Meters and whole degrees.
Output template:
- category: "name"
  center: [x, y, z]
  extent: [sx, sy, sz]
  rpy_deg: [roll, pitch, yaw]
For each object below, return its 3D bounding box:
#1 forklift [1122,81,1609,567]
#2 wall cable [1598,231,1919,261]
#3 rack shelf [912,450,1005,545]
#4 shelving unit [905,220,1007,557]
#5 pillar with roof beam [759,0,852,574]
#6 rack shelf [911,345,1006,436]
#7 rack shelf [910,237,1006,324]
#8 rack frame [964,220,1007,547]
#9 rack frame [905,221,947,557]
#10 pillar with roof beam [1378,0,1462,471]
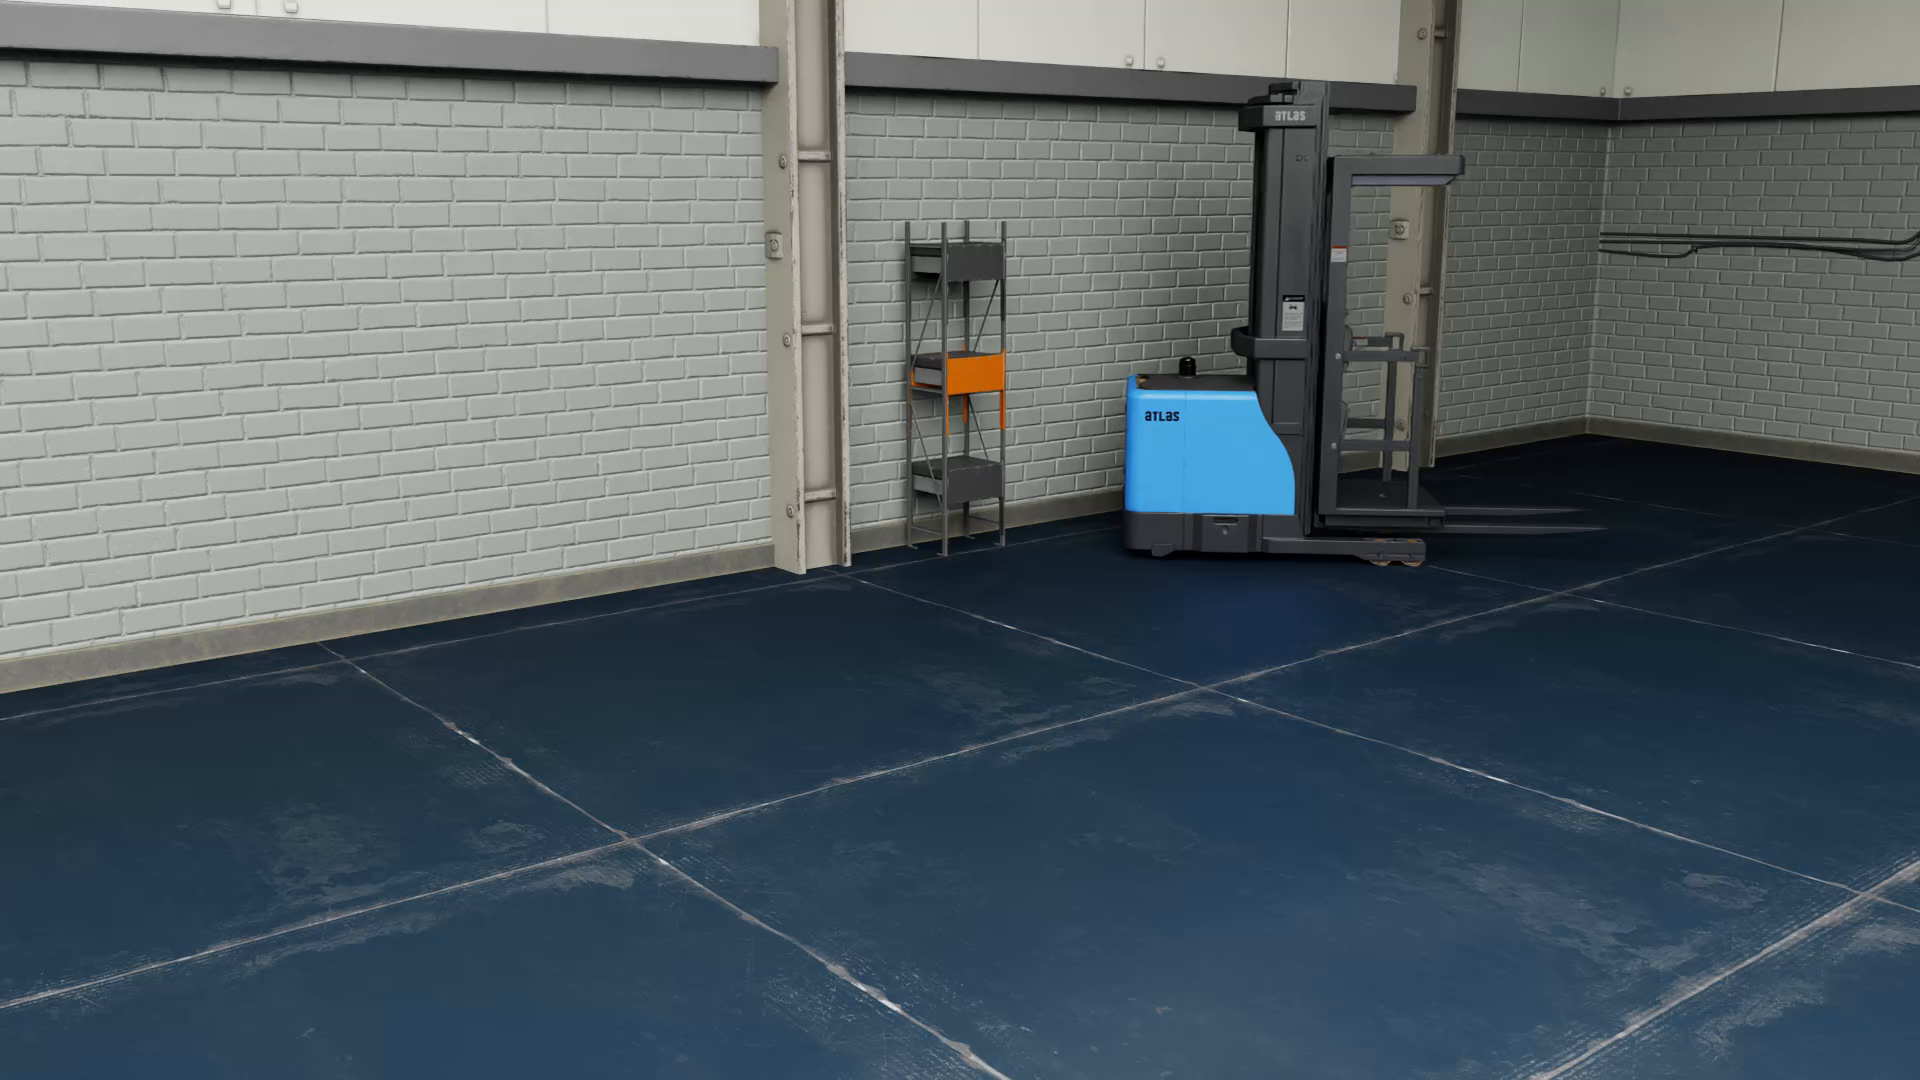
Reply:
- category: "forklift"
  center: [2.582, -1.384, 10.590]
  extent: [3.031, 2.935, 1.130]
  rpy_deg: [1, 12, 5]
- category: "wall cable"
  center: [6.888, -3.670, 14.224]
  extent: [0.112, 2.526, 3.097]
  rpy_deg: [-9, 15, -38]
- category: "rack shelf"
  center: [-0.026, -0.285, 10.850]
  extent: [0.480, 0.518, 0.431]
  rpy_deg: [-10, 15, -39]
- category: "shelving unit"
  center: [-0.026, -0.983, 10.702]
  extent: [0.503, 2.100, 0.431]
  rpy_deg: [-10, 15, -39]
- category: "pillar with roof beam"
  center: [1.765, -3.544, 6.156]
  extent: [0.400, 9.000, 9.100]
  rpy_deg: [-9, 15, -38]
- category: "rack shelf"
  center: [-0.026, -0.970, 10.705]
  extent: [0.480, 0.518, 0.431]
  rpy_deg: [-10, 15, -39]
- category: "rack shelf"
  center: [-0.026, -1.654, 10.560]
  extent: [0.480, 0.518, 0.431]
  rpy_deg: [-10, 15, -39]
- category: "rack frame"
  center: [0.162, -1.015, 10.855]
  extent: [0.015, 2.100, 0.400]
  rpy_deg: [-10, 15, -39]
- category: "rack frame"
  center: [-0.214, -0.951, 10.550]
  extent: [0.015, 2.100, 0.400]
  rpy_deg: [-10, 15, -39]
- category: "pillar with roof beam"
  center: [6.451, -4.323, 9.823]
  extent: [0.400, 9.000, 9.100]
  rpy_deg: [-9, 15, -38]
